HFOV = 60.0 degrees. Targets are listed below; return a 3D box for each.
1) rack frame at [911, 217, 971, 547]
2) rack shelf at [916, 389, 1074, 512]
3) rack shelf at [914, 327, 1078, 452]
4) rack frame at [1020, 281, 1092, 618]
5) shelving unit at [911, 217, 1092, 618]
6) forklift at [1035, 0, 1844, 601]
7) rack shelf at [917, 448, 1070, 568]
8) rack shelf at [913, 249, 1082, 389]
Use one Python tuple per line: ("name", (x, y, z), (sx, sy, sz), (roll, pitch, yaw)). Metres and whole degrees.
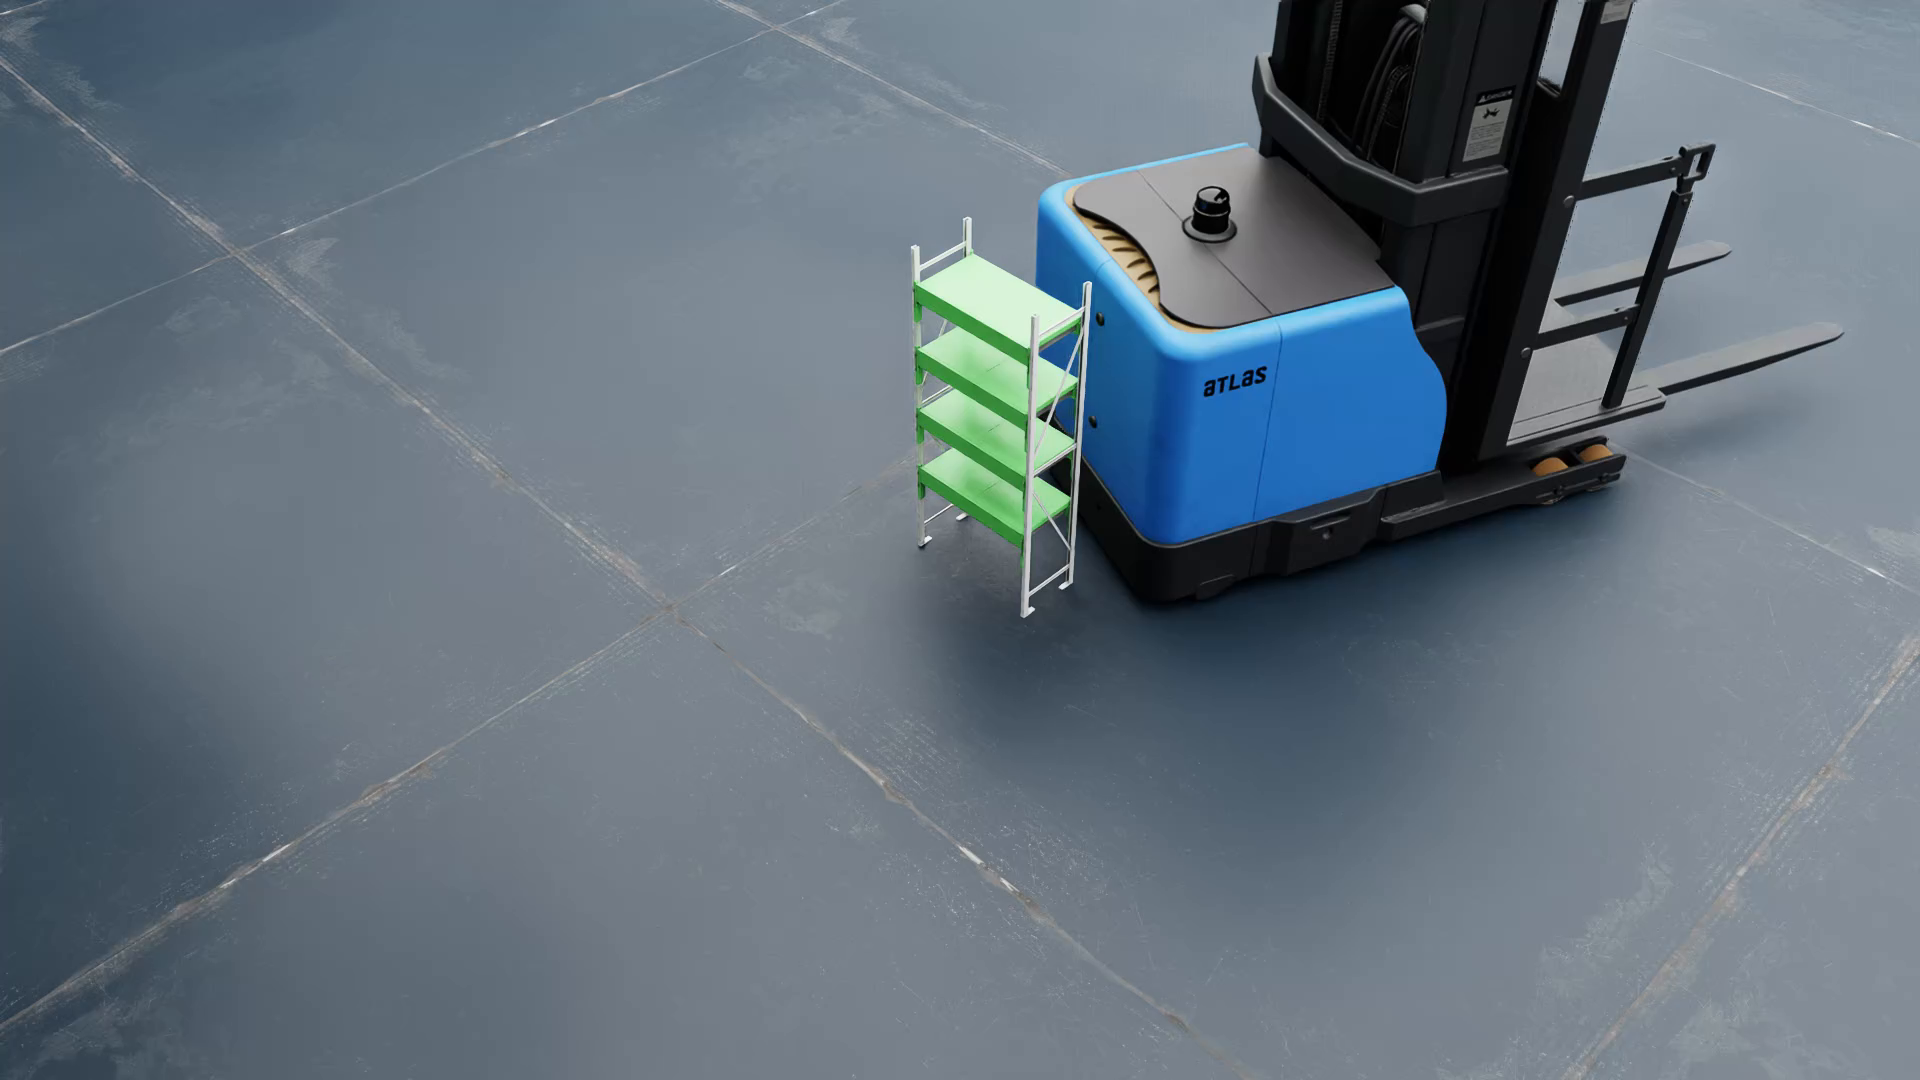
("rack frame", (-0.055, -0.478, 5.384), (0.240, 1.200, 0.015), (-34, 53, -31))
("rack shelf", (0.117, -0.314, 5.300), (0.258, 0.148, 0.480), (-34, 53, -31))
("rack shelf", (0.117, -0.490, 5.137), (0.258, 0.148, 0.480), (-34, 53, -31))
("rack frame", (0.289, -0.244, 5.130), (0.240, 1.200, 0.015), (-34, 53, -31))
("shelving unit", (0.117, -0.361, 5.257), (0.258, 1.200, 0.503), (-34, 53, -31))
("forklift", (1.809, -1.519, 5.234), (3.031, 2.935, 1.130), (-15, 45, -16))
("rack shelf", (0.117, -0.138, 5.463), (0.258, 0.148, 0.480), (-34, 53, -31))
("rack shelf", (0.117, -0.667, 4.974), (0.258, 0.148, 0.480), (-34, 53, -31))
